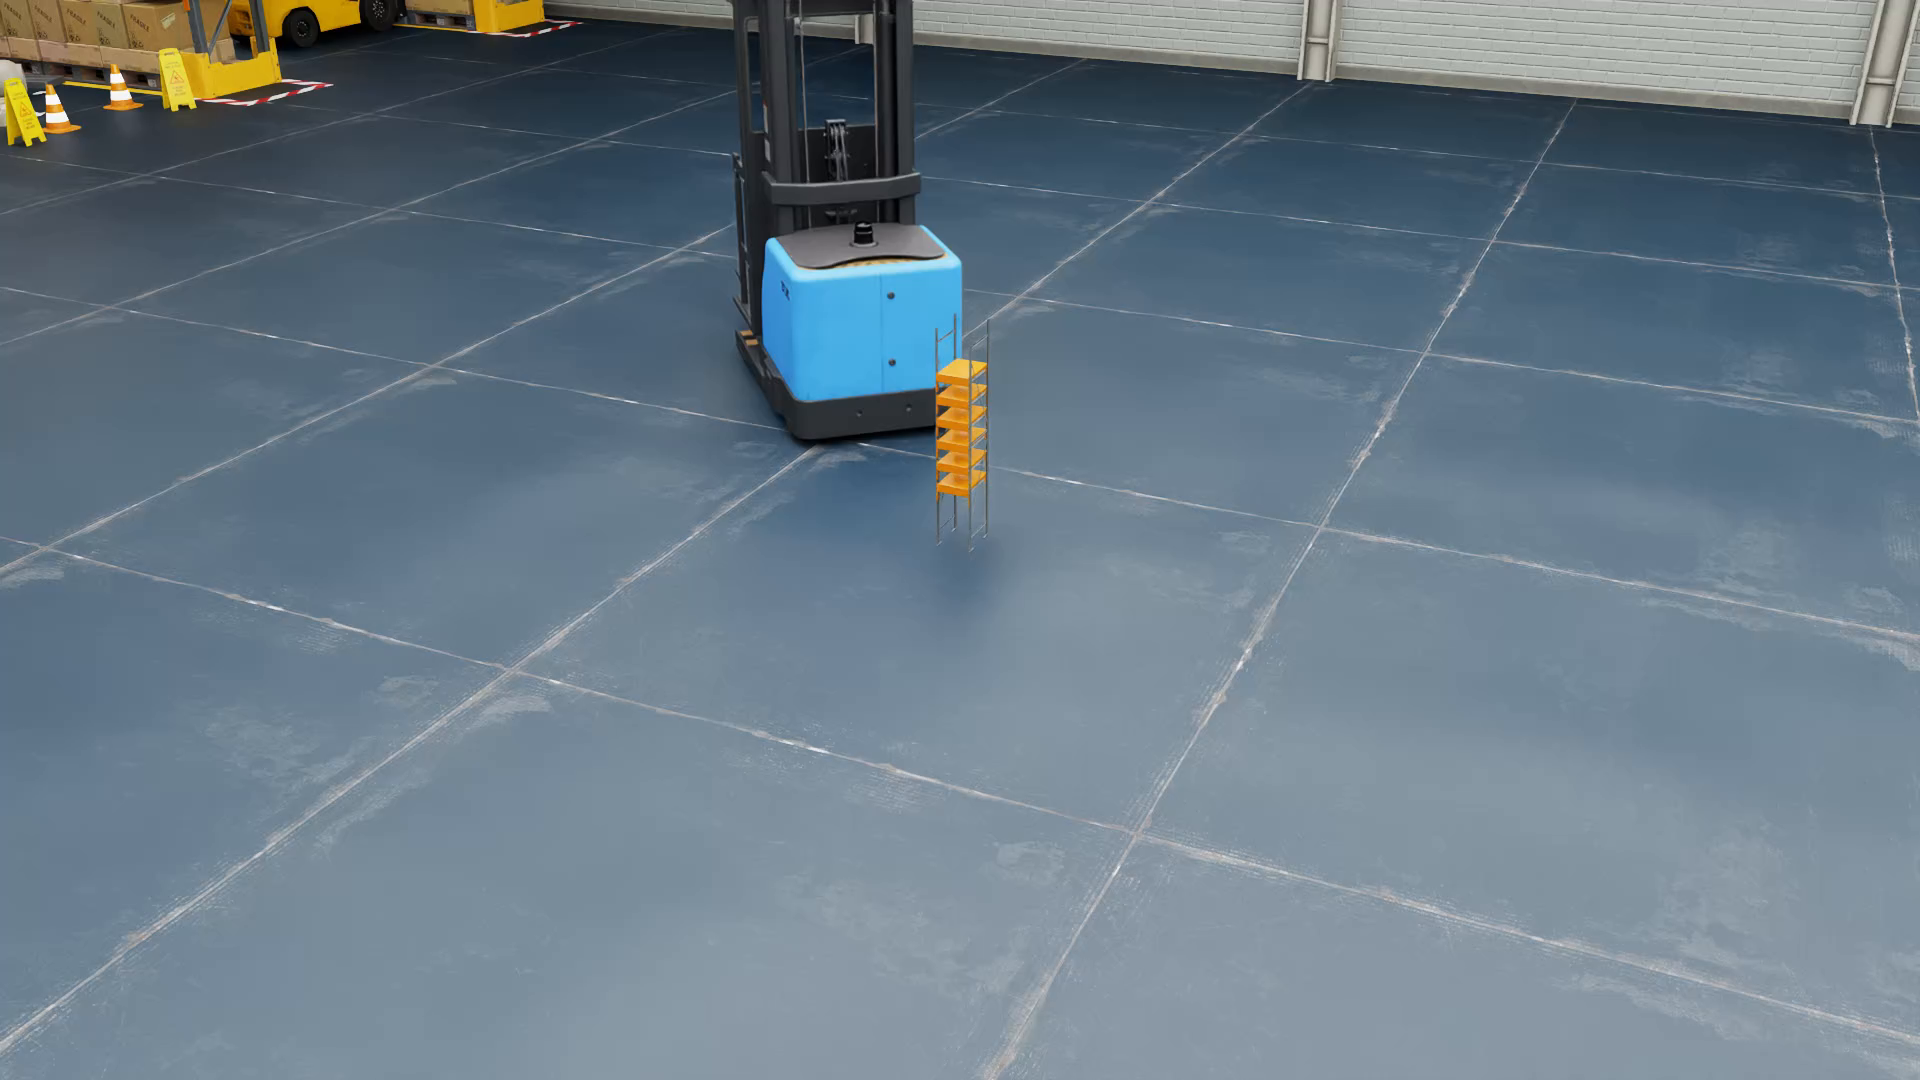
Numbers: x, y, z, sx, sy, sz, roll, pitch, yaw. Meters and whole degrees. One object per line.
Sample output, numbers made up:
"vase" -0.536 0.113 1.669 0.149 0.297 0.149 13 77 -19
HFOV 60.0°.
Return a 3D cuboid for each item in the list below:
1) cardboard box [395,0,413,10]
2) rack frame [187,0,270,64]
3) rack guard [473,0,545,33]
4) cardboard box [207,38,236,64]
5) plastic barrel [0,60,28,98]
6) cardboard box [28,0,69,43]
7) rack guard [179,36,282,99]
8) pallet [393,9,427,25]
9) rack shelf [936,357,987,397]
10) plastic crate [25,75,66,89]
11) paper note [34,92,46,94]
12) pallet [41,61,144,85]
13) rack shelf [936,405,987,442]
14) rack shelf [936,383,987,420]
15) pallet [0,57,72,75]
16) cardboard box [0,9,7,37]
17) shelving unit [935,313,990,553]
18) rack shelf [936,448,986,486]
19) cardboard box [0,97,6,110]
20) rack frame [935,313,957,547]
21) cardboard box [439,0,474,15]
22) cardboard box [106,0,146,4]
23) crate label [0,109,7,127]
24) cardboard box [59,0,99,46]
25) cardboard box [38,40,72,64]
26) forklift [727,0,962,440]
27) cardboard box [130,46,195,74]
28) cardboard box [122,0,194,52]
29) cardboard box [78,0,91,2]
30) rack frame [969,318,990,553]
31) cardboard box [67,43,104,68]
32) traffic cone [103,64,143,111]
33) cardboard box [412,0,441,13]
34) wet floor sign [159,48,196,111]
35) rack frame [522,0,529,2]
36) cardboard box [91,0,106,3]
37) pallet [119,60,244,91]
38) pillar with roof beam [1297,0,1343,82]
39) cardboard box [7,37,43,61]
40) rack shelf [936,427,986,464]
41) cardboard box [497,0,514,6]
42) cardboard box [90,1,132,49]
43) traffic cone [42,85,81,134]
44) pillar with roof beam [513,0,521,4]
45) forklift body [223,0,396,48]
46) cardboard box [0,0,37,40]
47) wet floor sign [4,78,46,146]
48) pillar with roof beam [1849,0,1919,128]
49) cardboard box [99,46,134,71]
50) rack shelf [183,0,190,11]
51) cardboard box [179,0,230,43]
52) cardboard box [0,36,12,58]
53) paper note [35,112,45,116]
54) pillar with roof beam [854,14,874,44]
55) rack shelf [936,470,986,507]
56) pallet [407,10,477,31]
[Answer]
"cardboard box" -7.825 -7.722 23.675 0.500 0.250 0.500 12 29 22
"rack frame" -8.417 -6.622 18.803 0.127 3.000 1.000 11 28 22
"rack guard" -6.344 -7.492 23.402 0.348 0.500 1.175 11 28 22
"cardboard box" -9.037 -5.835 19.843 0.500 0.250 0.500 11 28 21
"plastic barrel" -10.924 -5.235 18.903 0.512 0.421 0.421 -12 29 -23
"cardboard box" -10.670 -6.239 19.815 0.500 0.500 0.500 13 29 24
"rack guard" -8.487 -5.514 19.384 0.348 0.500 1.175 11 28 22
"pallet" -8.186 -7.714 24.178 1.213 0.211 1.003 11 28 22
"rack shelf" 0.013 -0.819 8.340 0.180 0.103 0.258 11 28 22
"plastic crate" -10.969 -5.426 19.681 0.583 0.080 0.402 2 26 4
"paper note" -10.626 -5.183 19.242 0.148 0.019 0.142 2 26 4
"pallet" -10.318 -5.771 20.232 1.213 0.211 1.003 11 28 22
"rack shelf" 0.013 -0.603 8.446 0.180 0.103 0.258 11 28 22
"rack shelf" 0.013 -0.711 8.393 0.180 0.103 0.258 11 28 22
"pallet" -11.433 -5.993 20.684 1.213 0.211 1.003 11 28 22
"cardboard box" -11.633 -6.428 20.198 0.500 0.500 0.500 13 29 24
"shelving unit" 0.013 -0.536 8.480 0.189 1.200 0.258 11 28 22
"rack shelf" 0.013 -0.388 8.552 0.180 0.103 0.258 11 28 22
"cardboard box" -10.446 -4.770 18.270 0.380 0.149 0.250 -18 31 -31
"rack frame" -0.070 -0.552 8.514 0.006 1.200 0.240 11 28 22
"cardboard box" -6.925 -7.532 23.290 0.500 0.250 0.500 12 28 22
"cardboard box" -9.617 -6.286 19.175 0.250 0.149 0.380 12 29 23
"crate label" -10.234 -4.508 17.750 0.298 0.136 0.250 -2 26 -5
"cardboard box" -10.188 -6.144 19.621 0.500 0.500 0.500 11 28 21
"cardboard box" -10.659 -5.902 19.980 0.500 0.250 0.500 11 28 21
"forklift" -0.893 -2.536 10.583 1.130 2.935 3.031 -8 27 -15
"cardboard box" -9.287 -5.620 19.407 0.500 0.250 0.500 11 28 22
"cardboard box" -9.255 -5.954 19.237 0.500 0.500 0.500 12 28 22
"cardboard box" -10.083 -6.382 19.370 0.250 0.149 0.380 13 29 24
"rack frame" 0.096 -0.519 8.446 0.006 1.200 0.240 11 28 22
"cardboard box" -10.212 -5.807 19.787 0.500 0.250 0.500 10 28 20
"traffic cone" -9.343 -5.043 18.470 0.334 0.463 0.336 11 28 22
"cardboard box" -7.373 -7.627 23.482 0.500 0.250 0.500 11 28 22
"wet floor sign" -8.687 -5.100 18.379 0.232 0.644 0.267 23 35 39
"rack frame" -6.366 -8.618 22.859 0.127 3.000 1.000 11 28 22
"cardboard box" -9.844 -6.333 19.271 0.250 0.149 0.380 12 29 23
"pallet" -9.212 -5.547 19.778 1.213 0.211 1.003 11 28 22
"pillar with roof beam" 2.515 -7.874 14.556 0.400 9.000 9.100 11 28 22
"cardboard box" -11.143 -5.998 20.175 0.500 0.250 0.500 13 29 25
"rack shelf" 0.013 -0.496 8.499 0.180 0.103 0.258 11 28 22
"cardboard box" -6.732 -7.741 23.715 0.500 0.250 0.500 11 28 22
"cardboard box" -9.731 -6.049 19.428 0.500 0.500 0.500 12 29 24
"traffic cone" -9.493 -4.535 17.437 0.334 0.463 0.336 11 28 22
"pillar with roof beam" -8.409 -10.068 19.012 0.400 9.000 9.100 11 28 22
"forklift body" -8.848 -7.851 22.260 1.214 2.155 2.313 11 28 22
"cardboard box" -11.141 -6.335 20.009 0.500 0.500 0.500 13 29 24
"wet floor sign" -9.529 -4.347 16.850 0.232 0.644 0.267 6 27 13
"pillar with roof beam" 7.977 -6.777 12.328 0.400 9.000 9.100 11 28 22
"cardboard box" -9.733 -5.714 19.597 0.500 0.250 0.500 11 28 22
"rack shelf" -10.238 -6.665 19.705 4.000 0.370 1.077 11 28 22
"cardboard box" -9.059 -6.176 19.686 0.500 0.500 0.500 10 28 20
"cardboard box" -11.633 -6.091 20.364 0.500 0.250 0.500 10 28 19
"paper note" -10.102 -4.662 18.185 0.142 0.019 0.148 2 26 4
"pillar with roof beam" -2.947 -8.971 16.784 0.400 9.000 9.100 11 28 22
"rack shelf" 0.013 -0.280 8.605 0.180 0.103 0.258 11 28 22
"pallet" -7.080 -7.490 23.724 1.213 0.211 1.003 11 28 22
